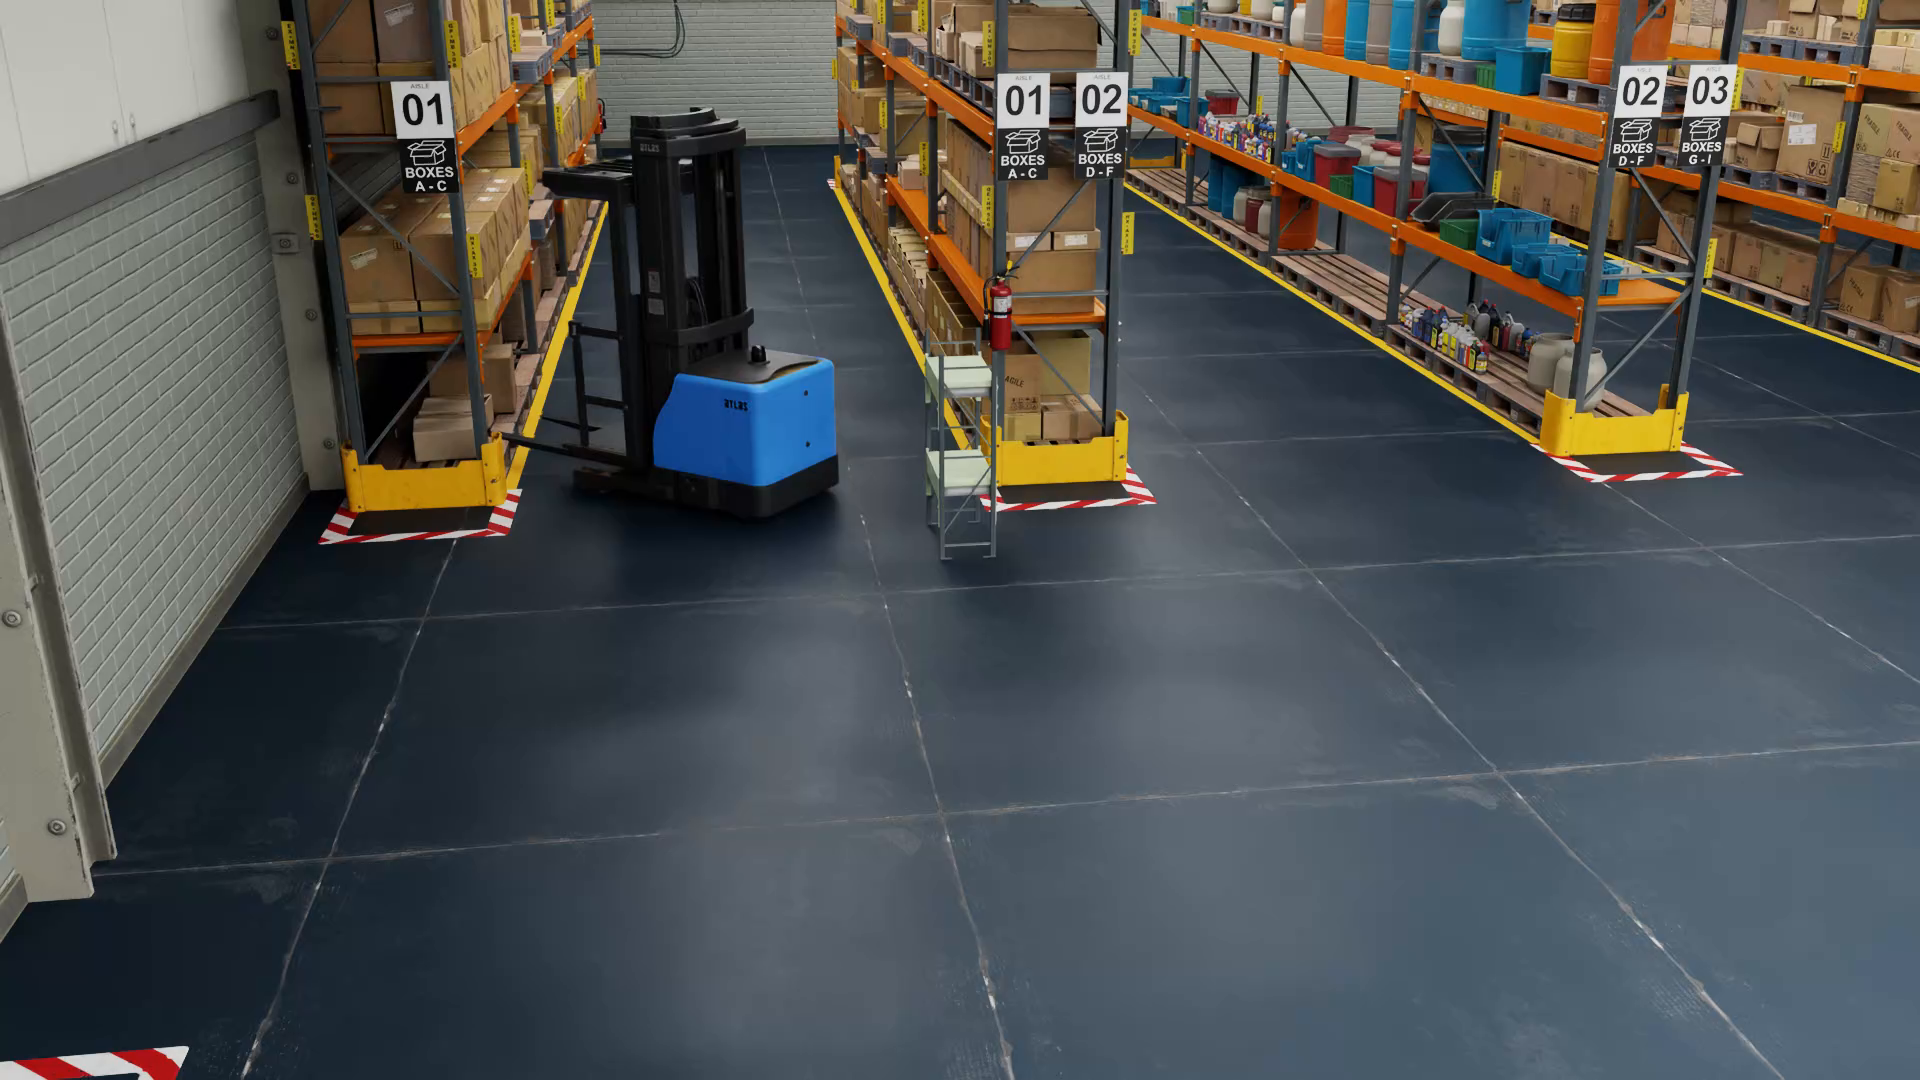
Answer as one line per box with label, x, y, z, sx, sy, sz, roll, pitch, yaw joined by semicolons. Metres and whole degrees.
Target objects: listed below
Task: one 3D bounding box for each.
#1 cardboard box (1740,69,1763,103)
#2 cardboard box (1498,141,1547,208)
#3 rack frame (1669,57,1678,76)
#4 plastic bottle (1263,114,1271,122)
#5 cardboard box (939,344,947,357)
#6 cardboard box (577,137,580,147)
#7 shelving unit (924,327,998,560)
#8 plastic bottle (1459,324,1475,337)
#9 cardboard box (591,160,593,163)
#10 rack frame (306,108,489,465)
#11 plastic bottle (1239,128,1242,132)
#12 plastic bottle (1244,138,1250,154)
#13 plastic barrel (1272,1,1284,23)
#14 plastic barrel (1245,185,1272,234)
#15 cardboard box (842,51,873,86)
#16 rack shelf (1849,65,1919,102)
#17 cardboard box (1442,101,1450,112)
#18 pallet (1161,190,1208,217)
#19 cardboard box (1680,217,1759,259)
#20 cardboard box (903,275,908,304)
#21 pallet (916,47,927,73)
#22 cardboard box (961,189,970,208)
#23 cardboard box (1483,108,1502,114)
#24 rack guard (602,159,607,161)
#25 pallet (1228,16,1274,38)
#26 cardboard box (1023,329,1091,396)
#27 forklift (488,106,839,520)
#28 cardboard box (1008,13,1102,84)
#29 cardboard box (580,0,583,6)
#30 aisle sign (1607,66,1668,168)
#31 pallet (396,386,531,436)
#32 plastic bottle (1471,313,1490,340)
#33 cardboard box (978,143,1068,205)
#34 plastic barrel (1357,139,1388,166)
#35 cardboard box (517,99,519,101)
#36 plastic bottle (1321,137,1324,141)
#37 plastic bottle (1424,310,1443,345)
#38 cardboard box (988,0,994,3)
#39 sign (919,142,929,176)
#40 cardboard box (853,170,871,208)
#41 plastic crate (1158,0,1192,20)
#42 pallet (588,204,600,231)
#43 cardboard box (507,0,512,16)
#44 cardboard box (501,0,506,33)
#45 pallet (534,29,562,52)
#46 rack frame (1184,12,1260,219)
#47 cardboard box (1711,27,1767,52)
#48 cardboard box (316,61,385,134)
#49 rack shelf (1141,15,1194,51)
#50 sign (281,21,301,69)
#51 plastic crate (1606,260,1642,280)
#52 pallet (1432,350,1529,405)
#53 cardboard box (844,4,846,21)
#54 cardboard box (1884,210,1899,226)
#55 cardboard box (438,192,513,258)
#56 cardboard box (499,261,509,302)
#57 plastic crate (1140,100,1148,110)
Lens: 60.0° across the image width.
cardboard box;13.261;-7.489;27.412;0.500;0.500;0.500;-3;21;-8
cardboard box;8.943;-5.563;25.260;1.225;0.875;0.875;-3;21;-8
rack frame;13.177;-8.182;29.836;1.000;3.000;0.127;-3;21;-8
plastic bottle;4.413;-5.943;23.913;0.144;0.351;0.185;-3;21;-8
cardboard box;0.082;-1.700;15.810;0.500;0.250;0.500;-3;21;-8
cardboard box;-5.485;-5.535;23.080;0.380;0.149;0.250;-3;21;-7
shelving unit;0.001;-0.700;11.948;0.431;1.500;0.755;-3;21;-8
plastic bottle;5.020;-1.996;16.537;0.152;0.276;0.135;-3;21;-8
cardboard box;-6.105;-5.659;26.052;0.700;0.500;0.500;-4;21;-10
rack frame;-4.144;-1.678;12.421;1.000;3.000;0.127;-3;21;-8
plastic bottle;3.876;-5.520;22.876;0.061;0.283;0.133;-3;21;-8
plastic bottle;3.896;-5.329;22.482;0.097;0.201;0.097;0;20;0
plastic barrel;4.207;-6.848;21.575;0.301;0.262;0.301;0;20;0
plastic barrel;4.256;-4.574;23.022;0.600;0.588;0.708;-3;21;-8
cardboard box;-1.596;-7.463;26.338;0.500;0.500;0.500;-3;21;-7
rack shelf;10.273;-4.188;15.883;1.077;0.370;4.000;-3;21;-8
cardboard box;8.202;-7.177;27.505;0.380;0.149;0.250;-3;21;-9
pallet;3.786;-5.279;26.047;1.003;0.211;1.213;-3;21;-8
cardboard box;9.617;-3.810;21.073;0.700;0.500;0.500;-5;21;-12
cardboard box;-0.383;-2.880;18.970;0.500;0.250;0.500;-2;21;-7
pallet;0.041;-4.934;17.126;0.805;0.209;1.217;-4;21;-10
cardboard box;0.218;-3.116;15.201;0.380;0.149;0.250;-4;21;-9
cardboard box;8.508;-6.791;25.900;0.500;0.250;0.500;-3;21;-9
rack guard;-6.454;-6.055;27.713;1.175;0.500;0.348;-3;21;-8
pallet;4.306;-6.990;22.627;1.003;0.211;1.213;-3;21;-8
cardboard box;0.826;-1.559;14.360;0.500;0.500;0.500;-3;21;-8
forklift;-2.495;-1.888;13.082;3.031;2.935;1.130;12;23;28
cardboard box;0.679;-3.844;12.986;0.797;0.503;0.637;-1;21;-4
cardboard box;-5.853;-8.018;24.581;0.500;0.250;0.500;-3;21;-9
aisle sign;5.376;-3.355;13.197;0.394;0.787;0.004;-3;21;-8
pallet;-4.409;-1.102;14.866;1.003;0.211;1.213;-3;21;-8
plastic bottle;5.346;-2.201;17.087;0.152;0.276;0.135;-3;21;-8
cardboard box;0.541;-3.120;14.287;0.700;0.500;0.500;-3;21;-8
plastic barrel;4.927;-4.508;19.840;0.421;0.512;0.421;0;20;0
cardboard box;-5.690;-5.318;20.499;0.500;0.250;0.500;-4;21;-10
plastic bottle;4.762;-5.175;21.951;0.061;0.283;0.133;-3;21;-8
plastic bottle;4.816;-2.162;16.874;0.144;0.351;0.185;-4;21;-10
cardboard box;0.131;-5.412;16.675;0.500;0.500;0.500;-3;21;-7
sign;-0.355;-3.788;16.531;0.100;0.325;0.005;-3;21;-8
cardboard box;-1.335;-5.302;25.068;0.500;0.500;0.500;-3;21;-8
plastic crate;3.367;-8.284;25.991;0.437;0.282;0.530;-3;21;-8
pallet;-5.906;-4.793;24.749;1.003;0.211;1.213;-3;21;-8
cardboard box;-4.898;-5.332;17.174;0.500;0.500;0.500;-4;21;-10
cardboard box;-4.380;-4.833;14.981;0.500;0.500;0.500;-5;21;-12
pallet;-5.442;-5.985;19.935;1.213;0.211;1.003;-2;21;-5
rack frame;3.930;-6.332;24.883;1.000;3.000;0.127;-3;21;-8
cardboard box;9.381;-6.001;19.924;0.500;0.250;0.500;-2;21;-7
cardboard box;-4.455;-3.271;12.228;0.500;0.500;0.500;-1;21;-4
rack shelf;3.642;-8.093;26.338;1.077;0.370;4.000;-3;21;-8
sign;-4.696;-3.477;11.685;0.100;0.325;0.005;-3;21;-8
plastic crate;5.849;-2.380;14.678;0.298;0.136;0.250;-3;21;-8
pallet;5.318;-1.598;16.193;1.003;0.211;1.213;-3;21;-8
cardboard box;-1.515;-8.093;25.525;0.500;0.250;0.500;-3;21;-8
cardboard box;9.850;-3.346;17.248;0.380;0.149;0.250;-3;21;-8
cardboard box;-4.131;-2.678;14.212;0.500;0.500;0.500;-2;21;-6
cardboard box;-4.056;-2.158;13.892;0.500;0.250;0.500;-3;21;-9
plastic crate;3.125;-7.170;27.416;0.250;0.136;0.298;-3;21;-8
